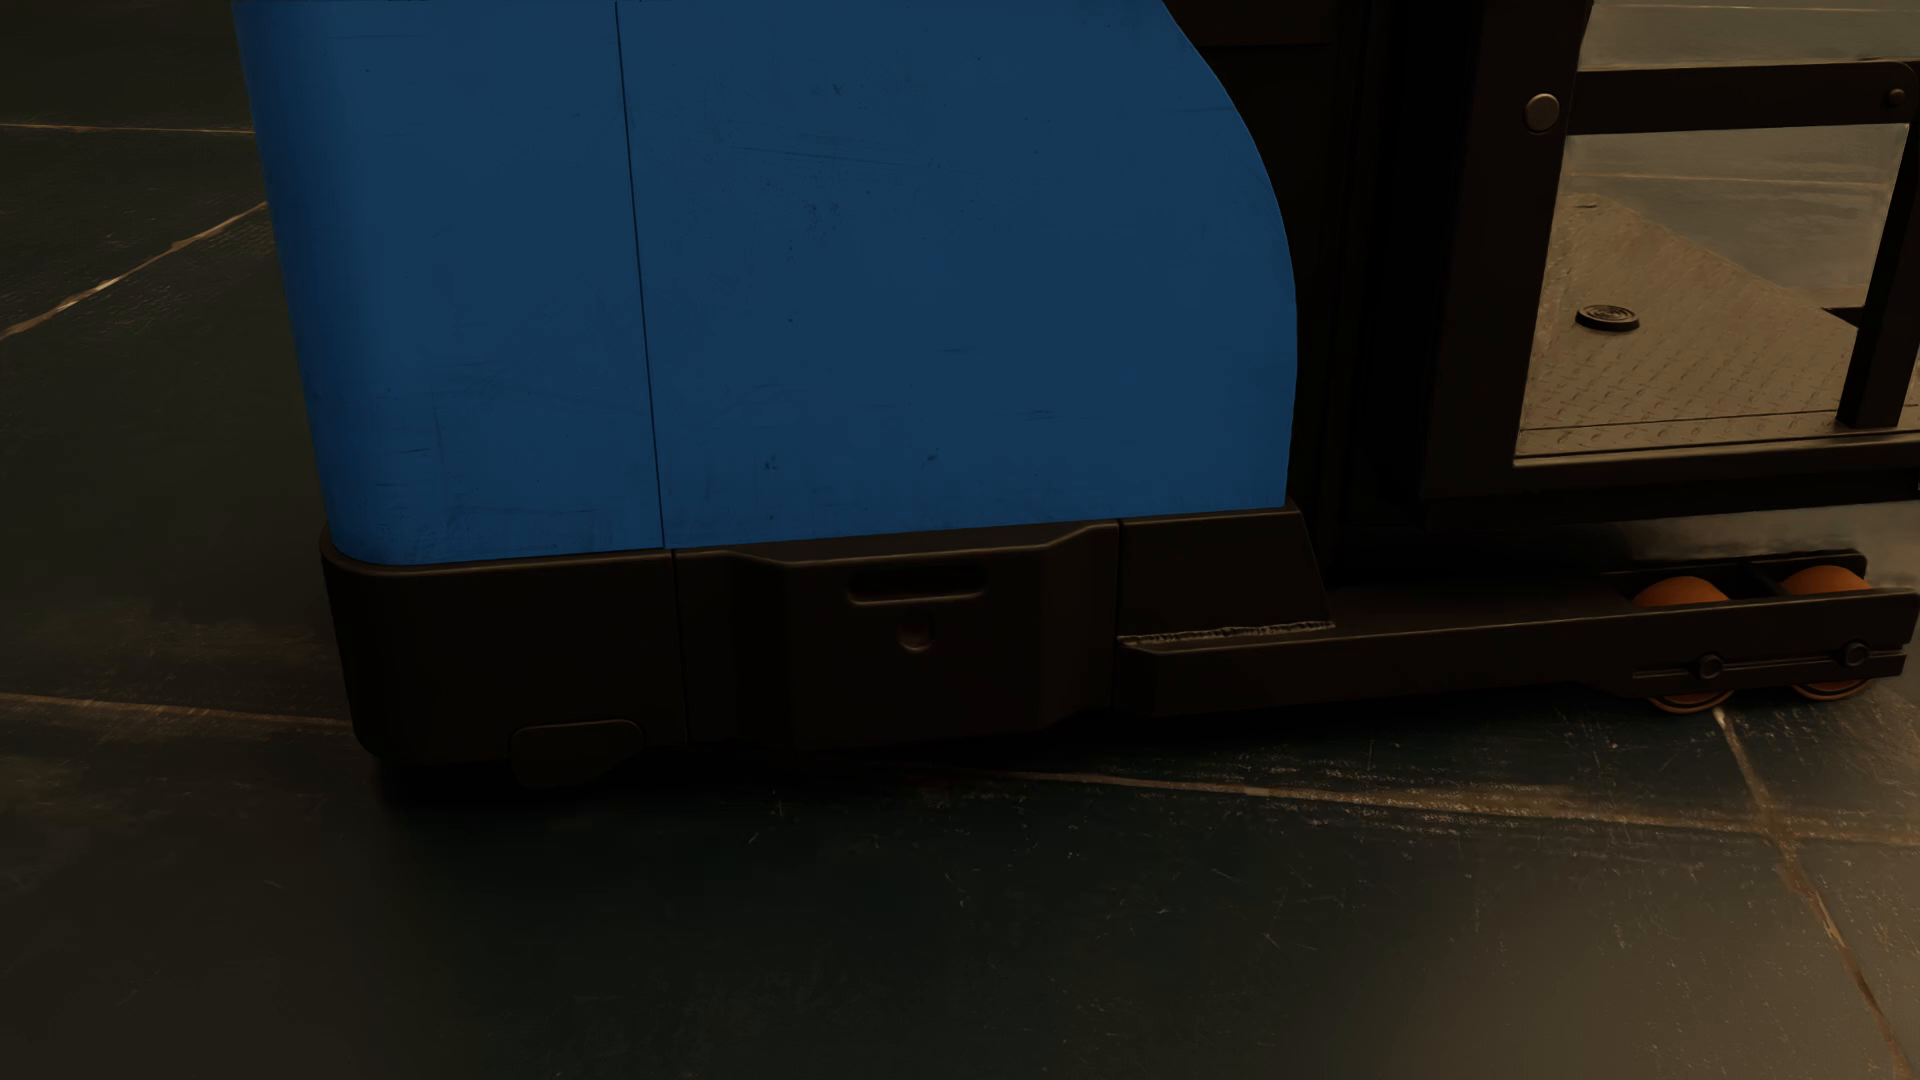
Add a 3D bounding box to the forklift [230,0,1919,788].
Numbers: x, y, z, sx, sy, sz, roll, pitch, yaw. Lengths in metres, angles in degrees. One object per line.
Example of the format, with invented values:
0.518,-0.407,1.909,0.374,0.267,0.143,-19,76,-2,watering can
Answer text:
0.735,-1.326,1.875,3.031,2.935,1.130,-4,27,-8,forklift
